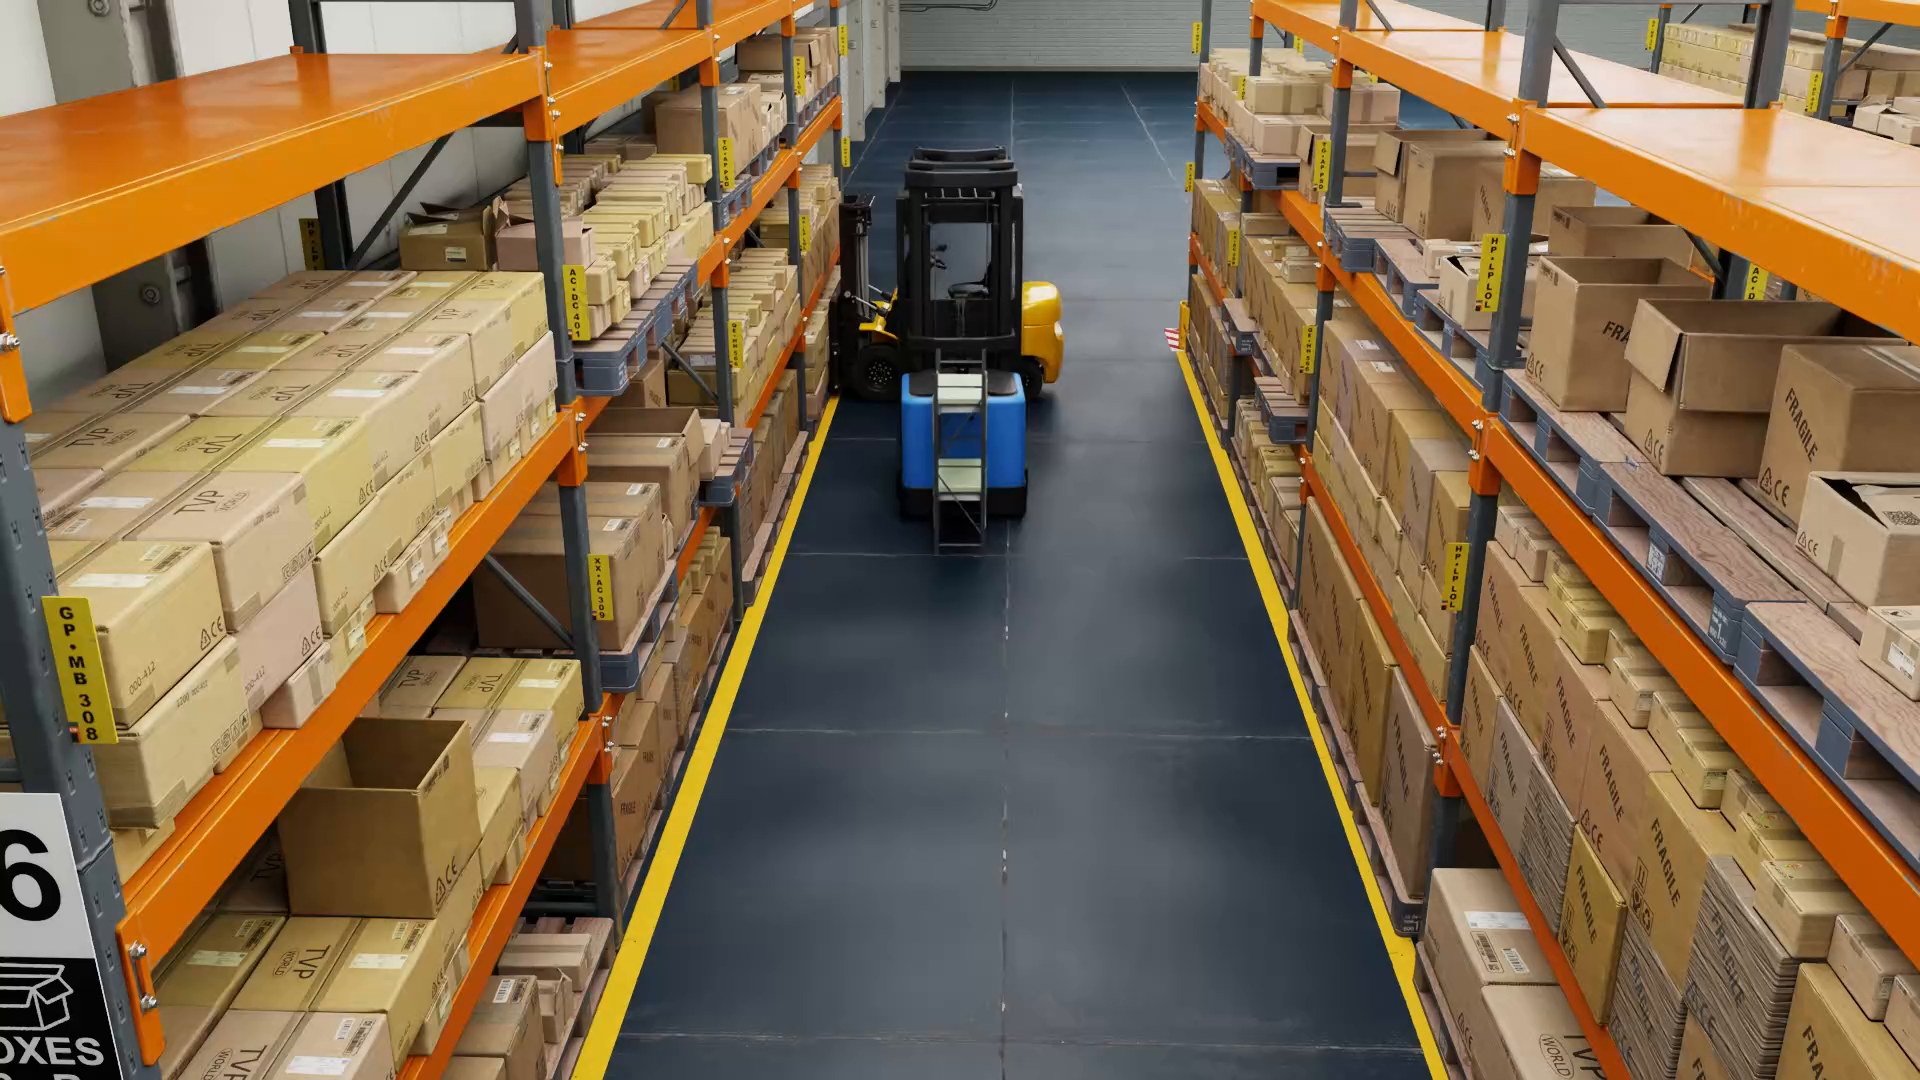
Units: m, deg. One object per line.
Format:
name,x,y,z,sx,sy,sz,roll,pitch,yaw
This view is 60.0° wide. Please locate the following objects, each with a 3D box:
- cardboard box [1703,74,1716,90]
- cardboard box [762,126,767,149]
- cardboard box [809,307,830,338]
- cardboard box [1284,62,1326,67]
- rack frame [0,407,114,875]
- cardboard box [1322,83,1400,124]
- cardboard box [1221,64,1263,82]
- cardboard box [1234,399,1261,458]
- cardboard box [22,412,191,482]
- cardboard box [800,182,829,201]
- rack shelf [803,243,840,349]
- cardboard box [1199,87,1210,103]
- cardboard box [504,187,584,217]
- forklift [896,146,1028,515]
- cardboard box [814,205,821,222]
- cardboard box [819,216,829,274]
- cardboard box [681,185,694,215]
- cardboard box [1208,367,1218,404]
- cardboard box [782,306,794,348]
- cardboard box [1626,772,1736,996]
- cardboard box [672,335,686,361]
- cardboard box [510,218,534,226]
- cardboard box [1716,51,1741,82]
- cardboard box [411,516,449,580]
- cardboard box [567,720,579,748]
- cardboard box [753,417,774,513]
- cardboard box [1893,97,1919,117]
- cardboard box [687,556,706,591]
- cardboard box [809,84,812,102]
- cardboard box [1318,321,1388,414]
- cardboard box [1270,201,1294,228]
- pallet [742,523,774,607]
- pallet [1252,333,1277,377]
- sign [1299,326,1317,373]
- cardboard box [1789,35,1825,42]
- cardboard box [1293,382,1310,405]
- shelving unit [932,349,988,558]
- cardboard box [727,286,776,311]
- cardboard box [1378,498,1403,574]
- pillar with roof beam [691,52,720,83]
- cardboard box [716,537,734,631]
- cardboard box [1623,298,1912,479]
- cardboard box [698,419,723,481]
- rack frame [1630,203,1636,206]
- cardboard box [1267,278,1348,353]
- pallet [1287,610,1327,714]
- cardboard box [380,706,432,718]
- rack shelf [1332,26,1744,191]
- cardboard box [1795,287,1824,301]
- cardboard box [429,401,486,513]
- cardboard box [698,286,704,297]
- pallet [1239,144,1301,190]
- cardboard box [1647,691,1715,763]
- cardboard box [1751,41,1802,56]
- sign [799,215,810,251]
cardboard box,7.714,-4.596,16.710,0.380,0.149,0.250,0,21,1
cardboard box,-1.704,-3.118,12.901,0.380,0.149,0.250,0,21,1
cardboard box,-1.593,-2.191,16.867,0.500,0.250,0.500,1,21,3
cardboard box,3.404,-4.640,16.439,0.380,0.149,0.250,1,21,3
rack frame,-2.315,-0.732,2.977,1.000,3.000,0.127,1,21,2
cardboard box,3.112,-3.398,12.930,0.500,0.250,0.500,1,21,3
cardboard box,2.754,-4.553,16.214,0.380,0.149,0.250,1,21,2
cardboard box,2.998,-1.002,15.017,0.950,0.372,0.625,1,21,2
cardboard box,-2.559,-0.174,4.789,0.500,0.250,0.500,1,21,2
cardboard box,-1.568,-3.614,17.250,0.380,0.149,0.250,1,21,3
rack shelf,-1.890,-2.662,17.238,1.077,0.370,4.000,1,21,2
cardboard box,2.798,-4.832,18.037,0.380,0.149,0.250,1,21,2
cardboard box,-2.338,-1.892,9.358,0.380,0.149,0.250,1,21,1
forklift,-0.010,-2.056,14.775,1.130,2.935,3.031,-1,21,-2
cardboard box,-1.611,-3.295,16.838,0.380,0.149,0.250,0,21,1
cardboard box,-1.626,-3.032,17.058,0.500,0.500,0.500,1,21,2
cardboard box,-1.870,-2.118,10.351,0.380,0.149,0.250,0,21,0
cardboard box,2.767,-1.544,16.583,0.500,0.250,0.500,0,21,0
cardboard box,-1.714,-1.838,14.325,0.500,0.250,0.500,1,21,1
cardboard box,2.428,1.060,5.130,0.500,0.500,0.500,1,21,1
cardboard box,-2.322,-1.342,12.356,0.500,0.250,0.500,1,21,2
cardboard box,-2.266,-1.526,8.387,0.380,0.149,0.250,0,21,0
cardboard box,7.767,-4.640,16.271,0.500,0.250,0.500,1,21,1
cardboard box,-1.927,0.027,5.513,0.380,0.149,0.250,1,21,3
cardboard box,-1.951,0.853,7.530,0.380,0.149,0.250,1,21,2
cardboard box,-2.007,-0.622,13.687,0.875,0.625,0.625,0,21,-1
cardboard box,8.100,-3.517,13.788,0.500,0.250,0.500,1,21,2
cardboard box,-1.863,0.214,10.809,0.380,0.149,0.250,0,21,0
cardboard box,-1.610,-4.235,15.778,0.380,0.149,0.250,1,21,3
cardboard box,2.630,-1.112,10.728,0.500,0.500,0.500,0,21,0
cardboard box,3.241,-3.029,15.258,0.700,0.500,0.500,0,21,1
pallet,-2.008,0.175,12.787,1.003,0.211,1.213,1,21,2
pallet,2.909,-1.402,13.260,1.003,0.211,1.213,1,21,2
sign,2.347,-1.280,11.191,0.100,0.325,0.005,1,21,2
cardboard box,8.366,-4.868,16.308,0.380,0.149,0.250,1,21,2
cardboard box,2.600,-1.072,11.913,0.380,0.149,0.250,1,21,2
shelving unit,0.003,-0.697,13.251,0.431,1.500,0.755,0,21,1
cardboard box,-1.679,-1.938,13.343,0.380,0.149,0.250,0,21,0
cardboard box,2.556,-0.022,8.955,0.500,0.250,0.500,1,21,3
pillar with roof beam,1.552,-6.228,17.141,9.100,9.000,0.400,1,21,2
cardboard box,-1.870,0.297,11.493,0.500,0.500,0.500,1,21,3
cardboard box,2.759,-0.530,5.739,0.797,0.503,0.637,2,21,6
cardboard box,-1.781,-0.569,10.475,0.500,0.250,0.500,0,21,-1
rack frame,8.083,-3.649,18.788,1.000,3.000,0.127,1,21,2
cardboard box,2.644,-1.693,12.615,0.500,0.500,0.500,-1,21,-2
pallet,2.790,0.809,11.151,1.003,0.211,1.213,1,21,2
cardboard box,-2.487,0.907,6.841,0.500,0.250,0.500,0,21,1
rack shelf,2.829,-2.327,8.633,1.077,0.370,4.000,1,21,2
cardboard box,7.677,-2.063,14.560,0.500,0.500,0.500,1,21,2
cardboard box,-1.991,-0.299,5.801,0.500,0.250,0.500,1,21,3
cardboard box,-2.269,-1.948,13.368,0.380,0.149,0.250,1,21,2
pallet,2.857,-2.935,13.059,1.213,0.211,1.003,1,21,2
cardboard box,2.467,0.614,5.383,0.380,0.149,0.250,1,21,3
cardboard box,7.684,-4.601,15.619,0.380,0.149,0.250,1,21,2
sign,-1.408,-2.775,15.042,0.100,0.325,0.005,1,21,2
